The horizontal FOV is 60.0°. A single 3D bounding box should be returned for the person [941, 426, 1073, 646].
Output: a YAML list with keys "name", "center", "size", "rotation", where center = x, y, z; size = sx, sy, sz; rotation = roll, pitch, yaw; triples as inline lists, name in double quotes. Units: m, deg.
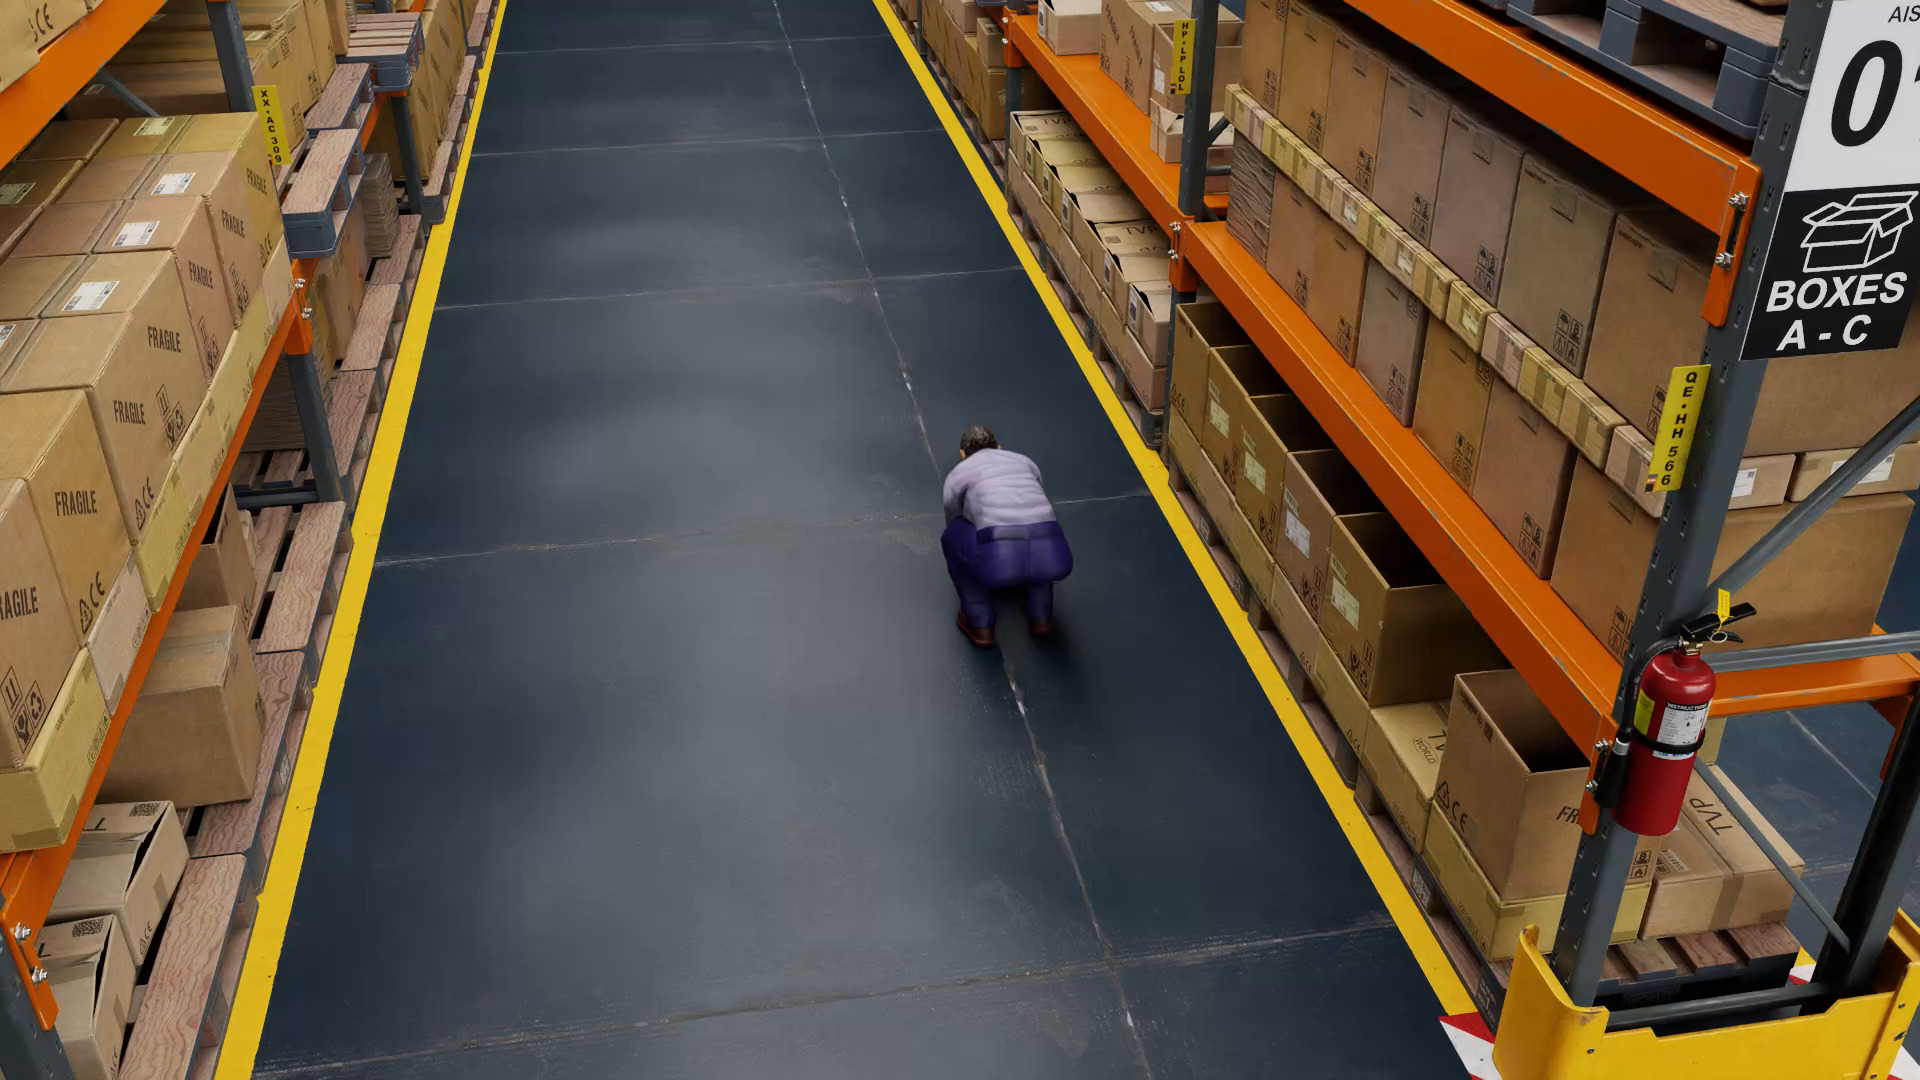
- name: "person"
  center: [0.178, -0.002, 7.066]
  size: [0.503, 0.748, 0.879]
  rotation: [-6, 31, -9]
